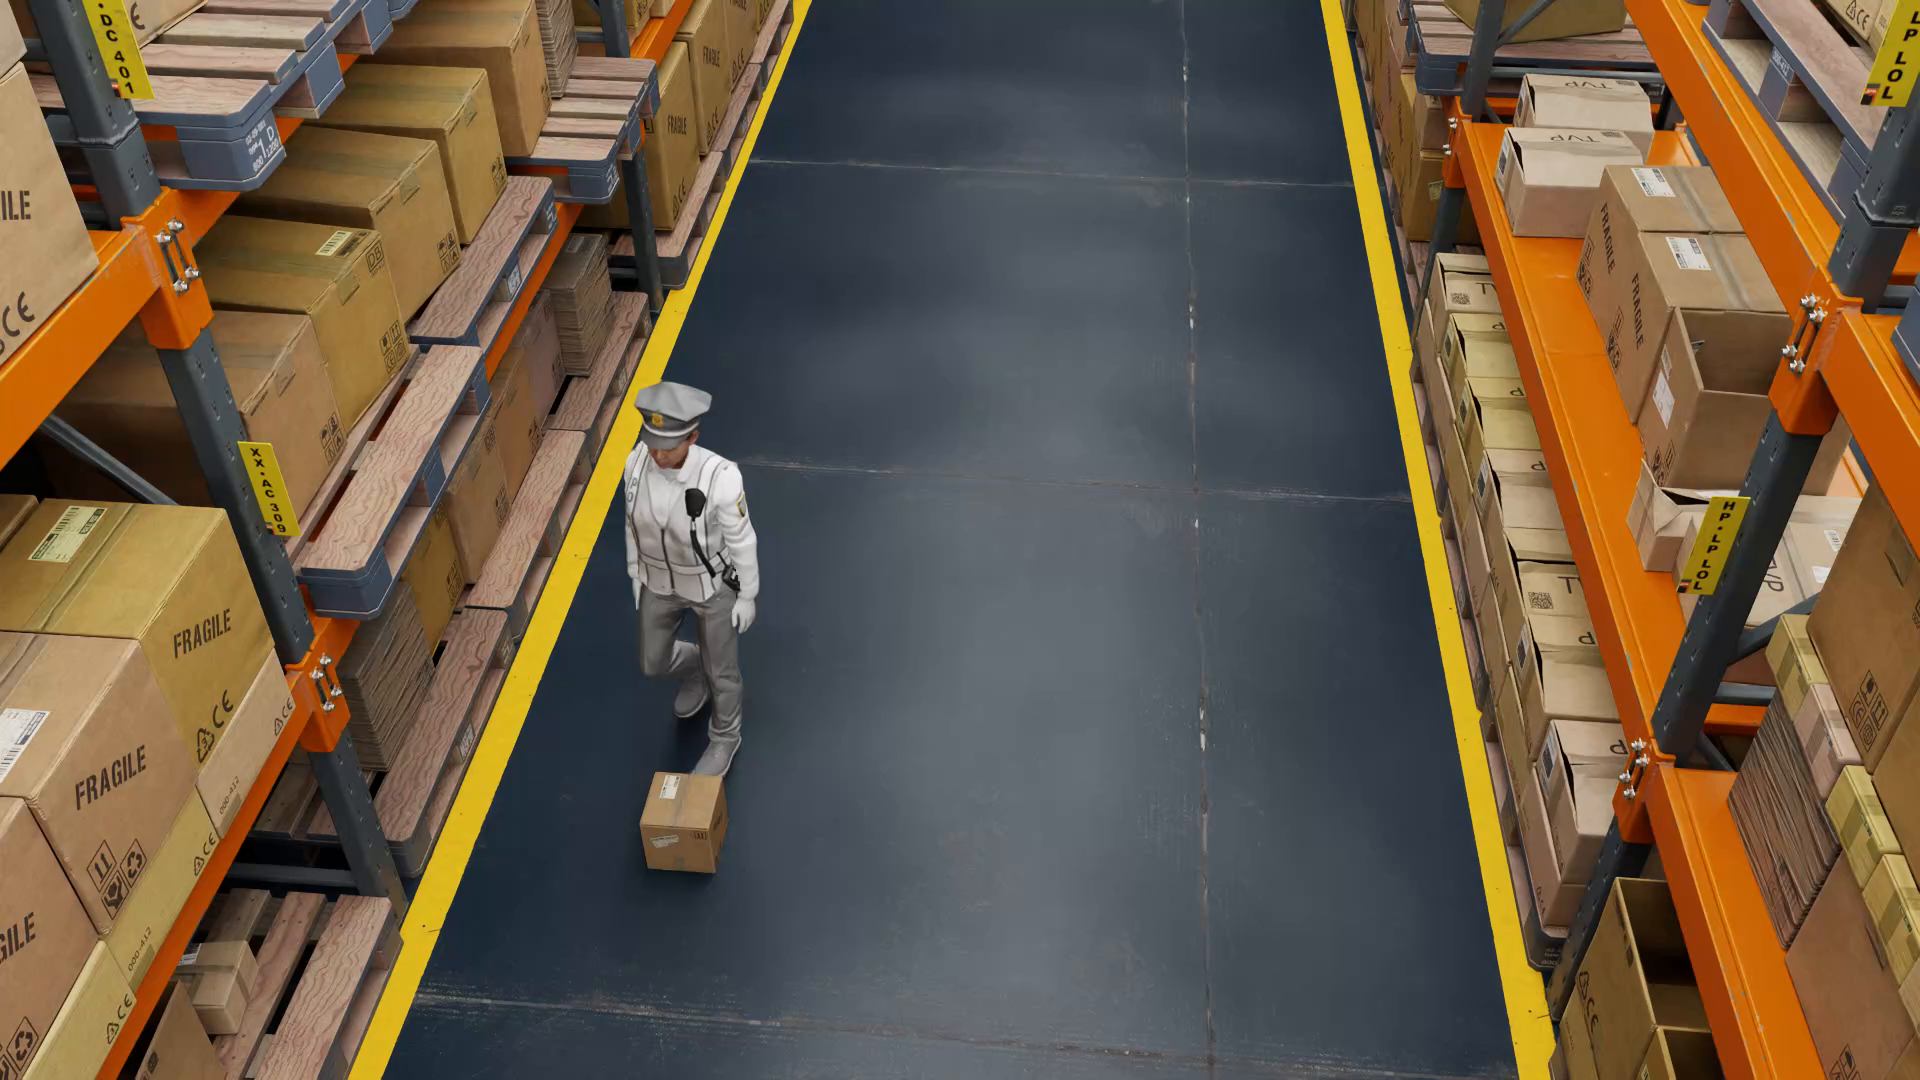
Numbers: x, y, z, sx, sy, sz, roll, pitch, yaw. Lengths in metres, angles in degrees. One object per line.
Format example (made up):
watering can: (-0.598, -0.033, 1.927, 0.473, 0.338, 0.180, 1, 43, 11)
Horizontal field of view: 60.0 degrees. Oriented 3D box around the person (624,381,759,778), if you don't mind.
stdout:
person: (-0.945, 0.138, 5.958, 0.497, 1.668, 0.509, 12, 42, 13)
